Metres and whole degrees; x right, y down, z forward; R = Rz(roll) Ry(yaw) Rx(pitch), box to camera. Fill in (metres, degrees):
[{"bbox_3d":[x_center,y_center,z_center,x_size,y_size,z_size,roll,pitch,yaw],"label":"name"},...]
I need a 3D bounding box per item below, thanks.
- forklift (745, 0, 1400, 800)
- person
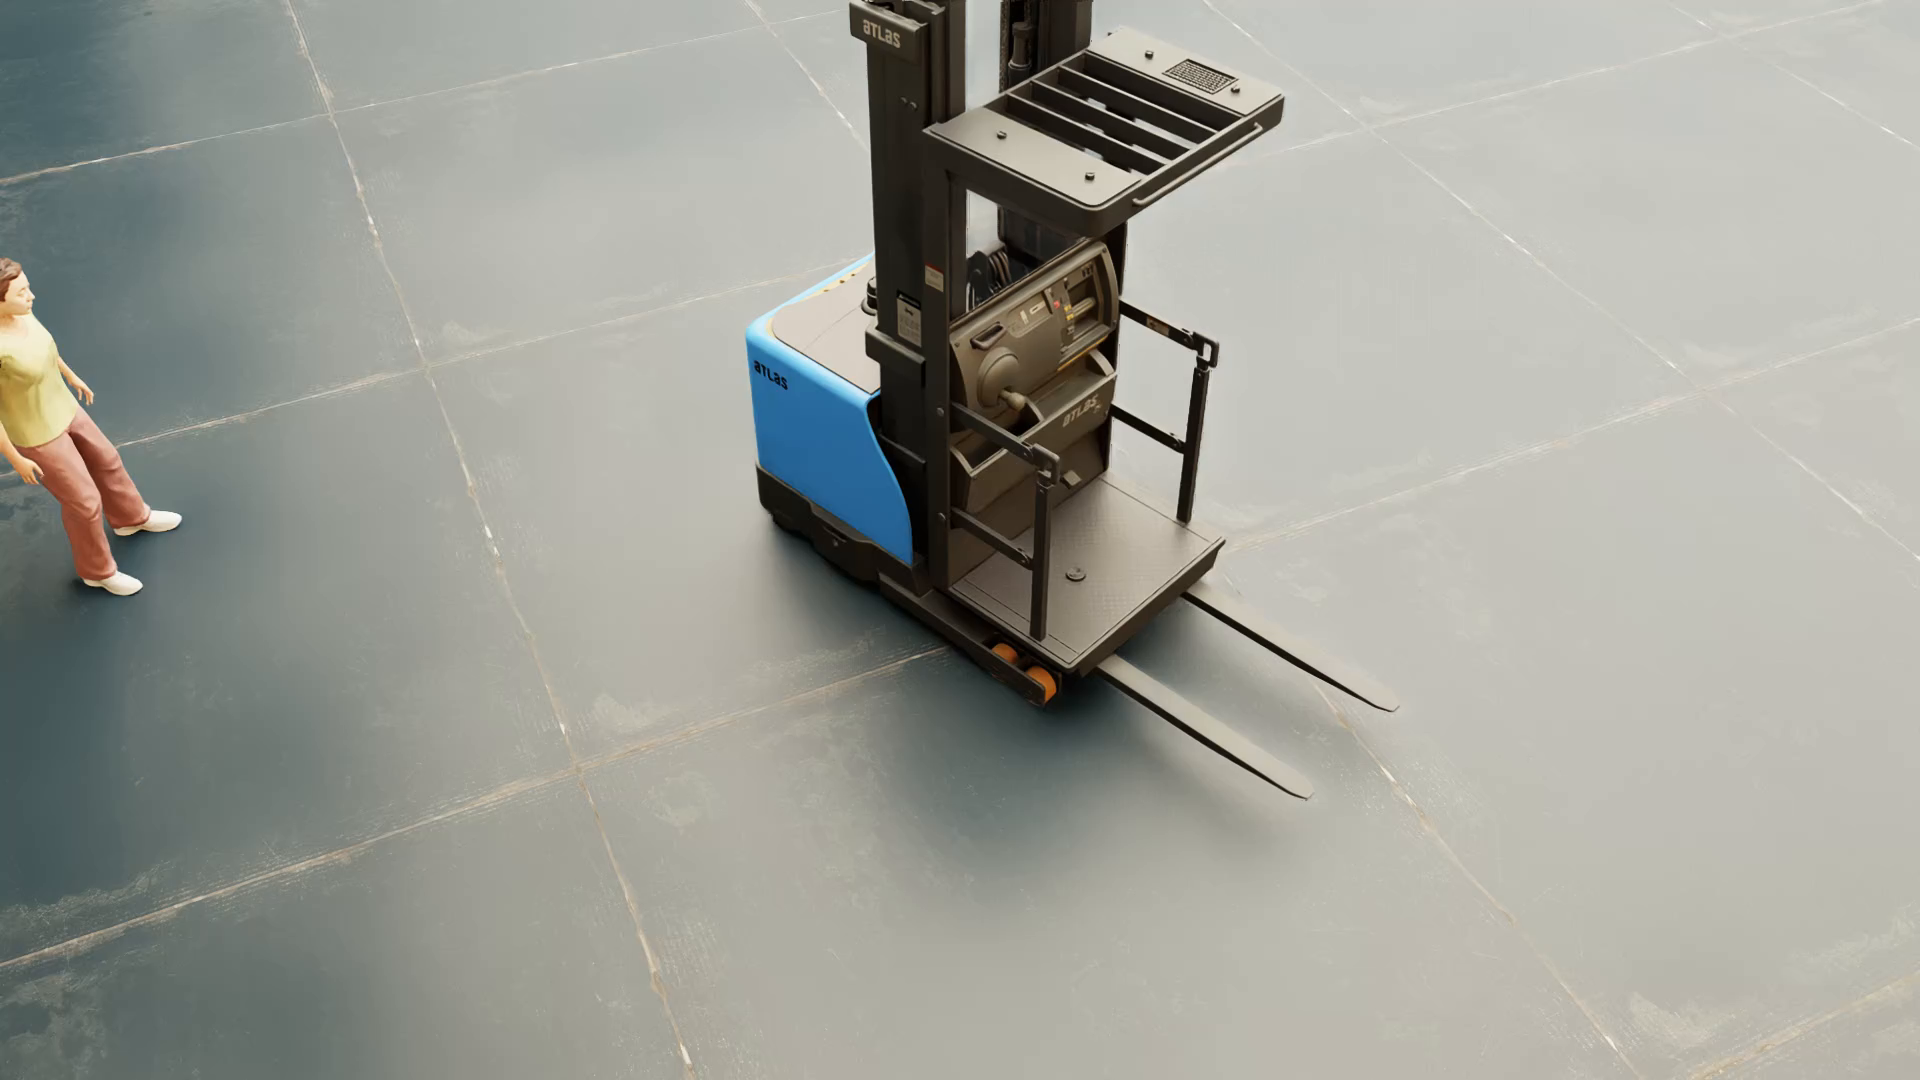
[{"bbox_3d":[0.463,-0.777,6.512,3.031,2.935,1.130,32,52,30],"label":"forklift"},{"bbox_3d":[-3.878,-0.501,7.146,0.375,1.667,0.612,0,43,0],"label":"person"}]
